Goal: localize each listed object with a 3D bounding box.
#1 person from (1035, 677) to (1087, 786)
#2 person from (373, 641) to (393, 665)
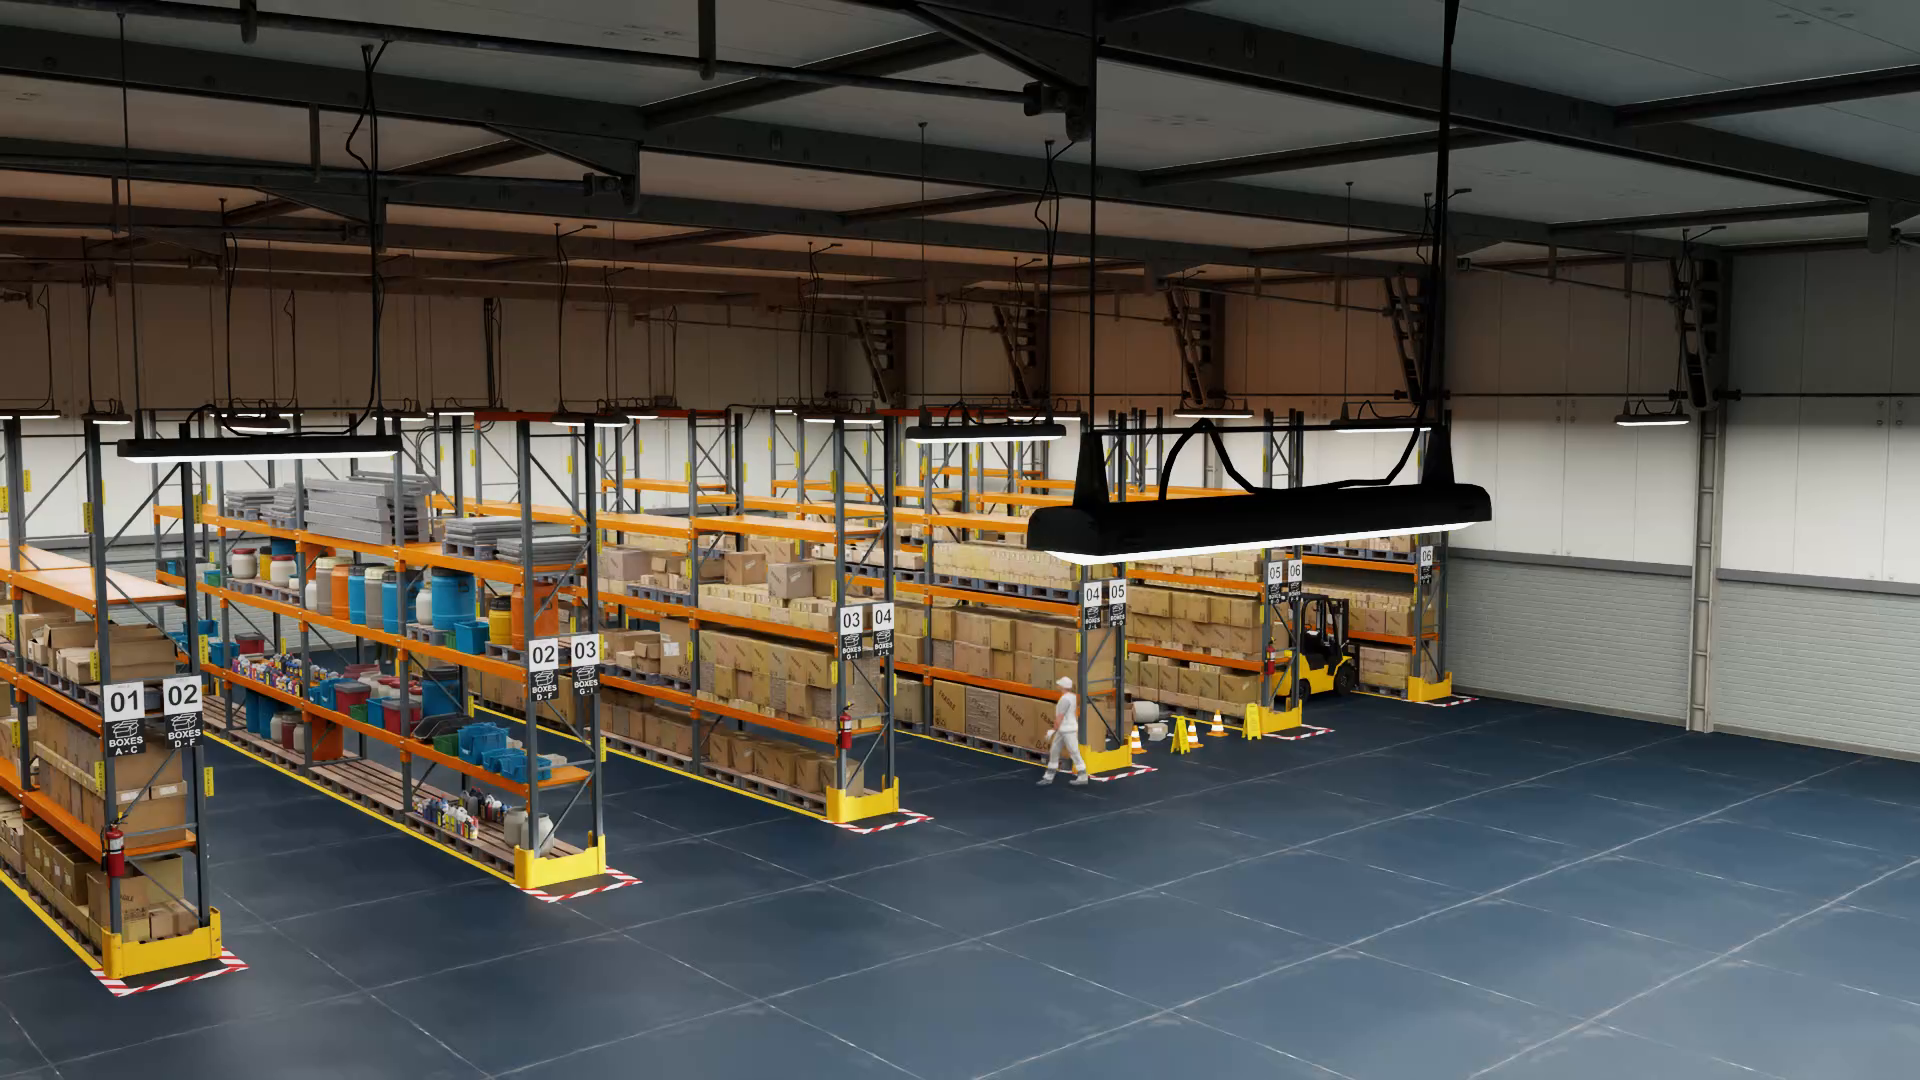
[{"bbox_3d":[1.655,3.091,26.762,0.799,1.793,0.526,-1,5,-14],"label":"person"},{"bbox_3d":[-13.455,2.053,38.985,0.640,1.833,0.434,-2,5,-21],"label":"person"}]
